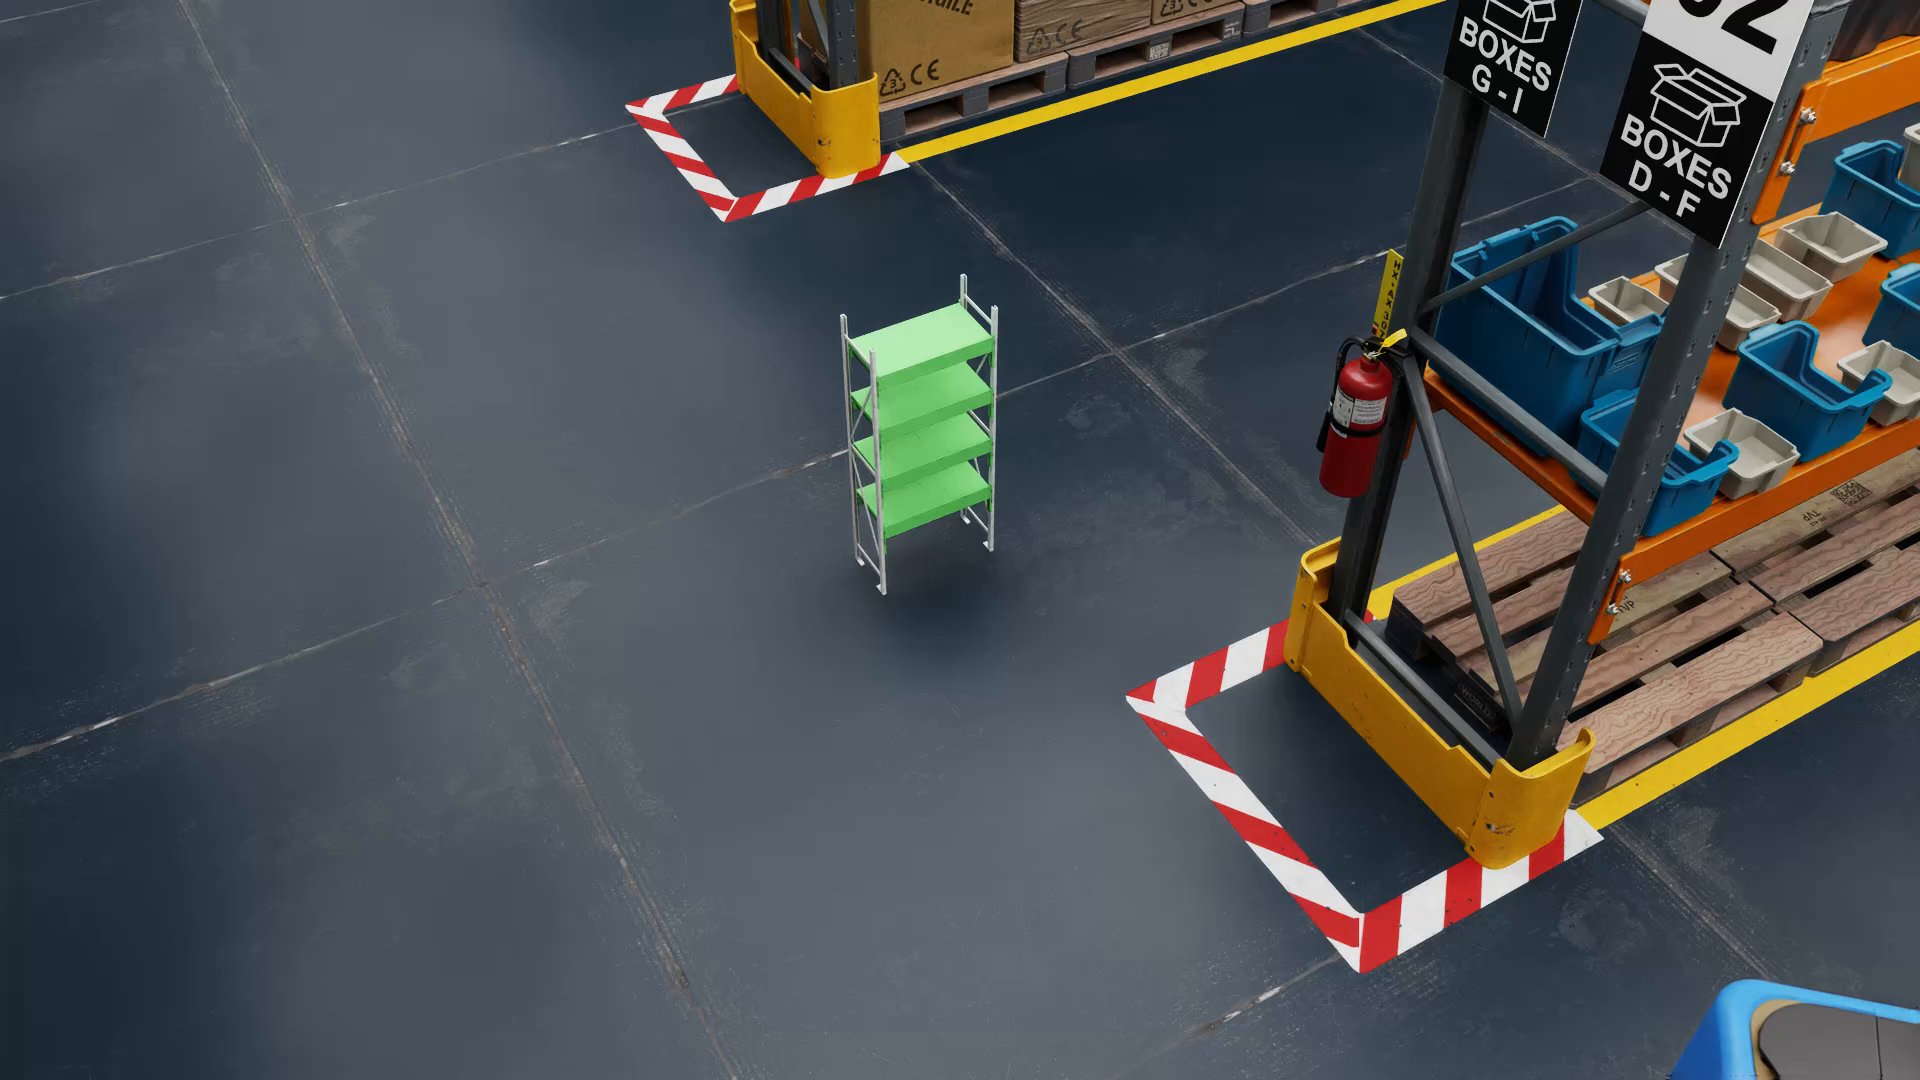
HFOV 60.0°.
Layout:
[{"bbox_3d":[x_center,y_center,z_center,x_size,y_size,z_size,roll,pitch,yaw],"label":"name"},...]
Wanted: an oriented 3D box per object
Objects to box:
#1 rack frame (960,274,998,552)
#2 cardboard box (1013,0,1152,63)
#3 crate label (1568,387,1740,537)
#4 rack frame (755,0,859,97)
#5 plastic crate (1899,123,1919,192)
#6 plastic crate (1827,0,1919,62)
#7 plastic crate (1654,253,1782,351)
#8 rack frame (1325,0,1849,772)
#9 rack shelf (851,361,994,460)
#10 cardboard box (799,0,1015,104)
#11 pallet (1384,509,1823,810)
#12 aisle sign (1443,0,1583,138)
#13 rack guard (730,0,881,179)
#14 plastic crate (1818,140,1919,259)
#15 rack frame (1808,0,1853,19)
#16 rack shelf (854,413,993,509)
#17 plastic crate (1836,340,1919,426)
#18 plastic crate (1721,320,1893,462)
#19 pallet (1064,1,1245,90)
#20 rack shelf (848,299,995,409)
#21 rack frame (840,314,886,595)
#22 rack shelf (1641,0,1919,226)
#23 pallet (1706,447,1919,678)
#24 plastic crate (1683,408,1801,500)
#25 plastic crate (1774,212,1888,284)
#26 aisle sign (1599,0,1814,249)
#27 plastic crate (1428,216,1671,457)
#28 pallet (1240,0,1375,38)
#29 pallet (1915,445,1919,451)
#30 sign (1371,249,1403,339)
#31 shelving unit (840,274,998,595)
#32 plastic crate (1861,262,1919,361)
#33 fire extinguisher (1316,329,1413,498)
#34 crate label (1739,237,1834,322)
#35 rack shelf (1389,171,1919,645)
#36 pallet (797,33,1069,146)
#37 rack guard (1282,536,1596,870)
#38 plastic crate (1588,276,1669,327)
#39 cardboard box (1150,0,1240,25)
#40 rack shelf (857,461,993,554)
[{"bbox_3d":[0.068,-0.458,6.360,0.015,1.200,0.240,-22,48,-21],"label":"rack frame"},{"bbox_3d":[0.489,-3.342,9.264,0.875,0.875,0.875,-22,48,-21],"label":"cardboard box"},{"bbox_3d":[2.030,-0.225,4.905,0.303,0.233,0.416,-22,48,-21],"label":"crate label"},{"bbox_3d":[-0.815,-3.368,8.066,0.127,3.000,1.000,-22,48,-21],"label":"rack frame"},{"bbox_3d":[3.705,-1.325,6.004,0.530,0.282,0.437,-22,48,-21],"label":"plastic crate"},{"bbox_3d":[2.125,-1.372,3.949,0.590,0.269,0.497,-22,48,-21],"label":"plastic crate"},{"bbox_3d":[2.527,-0.788,5.554,0.243,0.136,0.396,-22,48,-21],"label":"plastic crate"},{"bbox_3d":[1.652,-0.377,4.984,0.127,3.000,1.000,-22,48,-21],"label":"rack frame"},{"bbox_3d":[-0.144,-0.500,6.150,0.480,0.148,0.258,-22,48,-21],"label":"rack shelf"},{"bbox_3d":[-0.300,-3.026,8.939,0.875,0.875,0.875,-22,48,-21],"label":"cardboard box"},{"bbox_3d":[2.386,0.361,6.226,1.213,0.211,1.003,-22,48,-21],"label":"pallet"},{"bbox_3d":[1.444,-1.462,4.236,0.004,0.787,0.394,-22,48,-21],"label":"aisle sign"},{"bbox_3d":[-0.836,-2.462,8.928,0.348,0.500,1.175,-22,48,-21],"label":"rack guard"},{"bbox_3d":[3.305,-1.206,5.916,0.300,0.233,0.416,-22,48,-21],"label":"plastic crate"},{"bbox_3d":[1.652,-2.530,2.895,0.127,3.000,1.000,-22,48,-21],"label":"rack frame"},{"bbox_3d":[-0.144,-0.327,6.317,0.480,0.148,0.258,-22,48,-21],"label":"rack shelf"},{"bbox_3d":[2.938,-0.487,5.244,0.298,0.136,0.250,-22,48,-21],"label":"plastic crate"},{"bbox_3d":[2.601,-0.453,5.141,0.300,0.233,0.416,-22,48,-21],"label":"plastic crate"},{"bbox_3d":[0.895,-3.112,9.805,1.213,0.211,1.003,-22,48,-21],"label":"pallet"},{"bbox_3d":[-0.144,-0.672,5.983,0.480,0.148,0.258,-22,48,-21],"label":"rack shelf"},{"bbox_3d":[-0.355,-0.288,6.186,0.015,1.200,0.240,-22,48,-21],"label":"rack frame"},{"bbox_3d":[3.386,-1.889,4.905,4.000,0.370,1.077,-22,48,-21],"label":"rack shelf"},{"bbox_3d":[3.443,-0.059,6.659,1.213,0.211,1.003,-22,48,-21],"label":"pallet"},{"bbox_3d":[2.349,-0.252,5.002,0.298,0.136,0.250,-22,48,-21],"label":"plastic crate"},{"bbox_3d":[3.004,-1.013,5.786,0.250,0.136,0.298,-22,48,-21],"label":"plastic crate"},{"bbox_3d":[1.738,-1.105,3.868,0.004,0.787,0.394,-22,48,-21],"label":"aisle sign"},{"bbox_3d":[1.849,-0.640,5.187,0.499,0.435,0.616,-22,48,-21],"label":"plastic crate"},{"bbox_3d":[1.955,-3.538,10.244,1.213,0.211,1.003,-22,48,-21],"label":"pallet"},{"bbox_3d":[4.502,-0.485,7.099,1.213,0.211,1.003,-22,48,-21],"label":"pallet"},{"bbox_3d":[1.364,-0.762,5.264,0.005,0.325,0.100,-22,48,-21],"label":"sign"},{"bbox_3d":[-0.144,-0.373,6.273,0.503,1.200,0.258,-22,48,-21],"label":"shelving unit"},{"bbox_3d":[3.172,-0.682,5.376,0.300,0.233,0.416,-22,48,-21],"label":"plastic crate"},{"bbox_3d":[1.295,-0.437,5.370,0.183,0.674,0.296,-22,48,-21],"label":"fire extinguisher"},{"bbox_3d":[2.757,-0.899,5.669,0.243,0.136,0.396,-22,48,-21],"label":"crate label"},{"bbox_3d":[3.386,-0.812,5.950,4.000,0.370,1.077,-22,48,-21],"label":"rack shelf"},{"bbox_3d":[-0.161,-2.692,9.372,1.213,0.211,1.003,-22,48,-21],"label":"pallet"},{"bbox_3d":[1.638,0.536,5.838,0.348,0.500,1.175,-22,48,-21],"label":"rack guard"},{"bbox_3d":[2.269,-0.696,5.460,0.243,0.136,0.396,-22,48,-21],"label":"plastic crate"},{"bbox_3d":[1.260,-3.651,9.582,0.875,0.875,0.875,-22,48,-21],"label":"cardboard box"},{"bbox_3d":[-0.144,-0.155,6.485,0.480,0.148,0.258,-22,48,-21],"label":"rack shelf"}]
